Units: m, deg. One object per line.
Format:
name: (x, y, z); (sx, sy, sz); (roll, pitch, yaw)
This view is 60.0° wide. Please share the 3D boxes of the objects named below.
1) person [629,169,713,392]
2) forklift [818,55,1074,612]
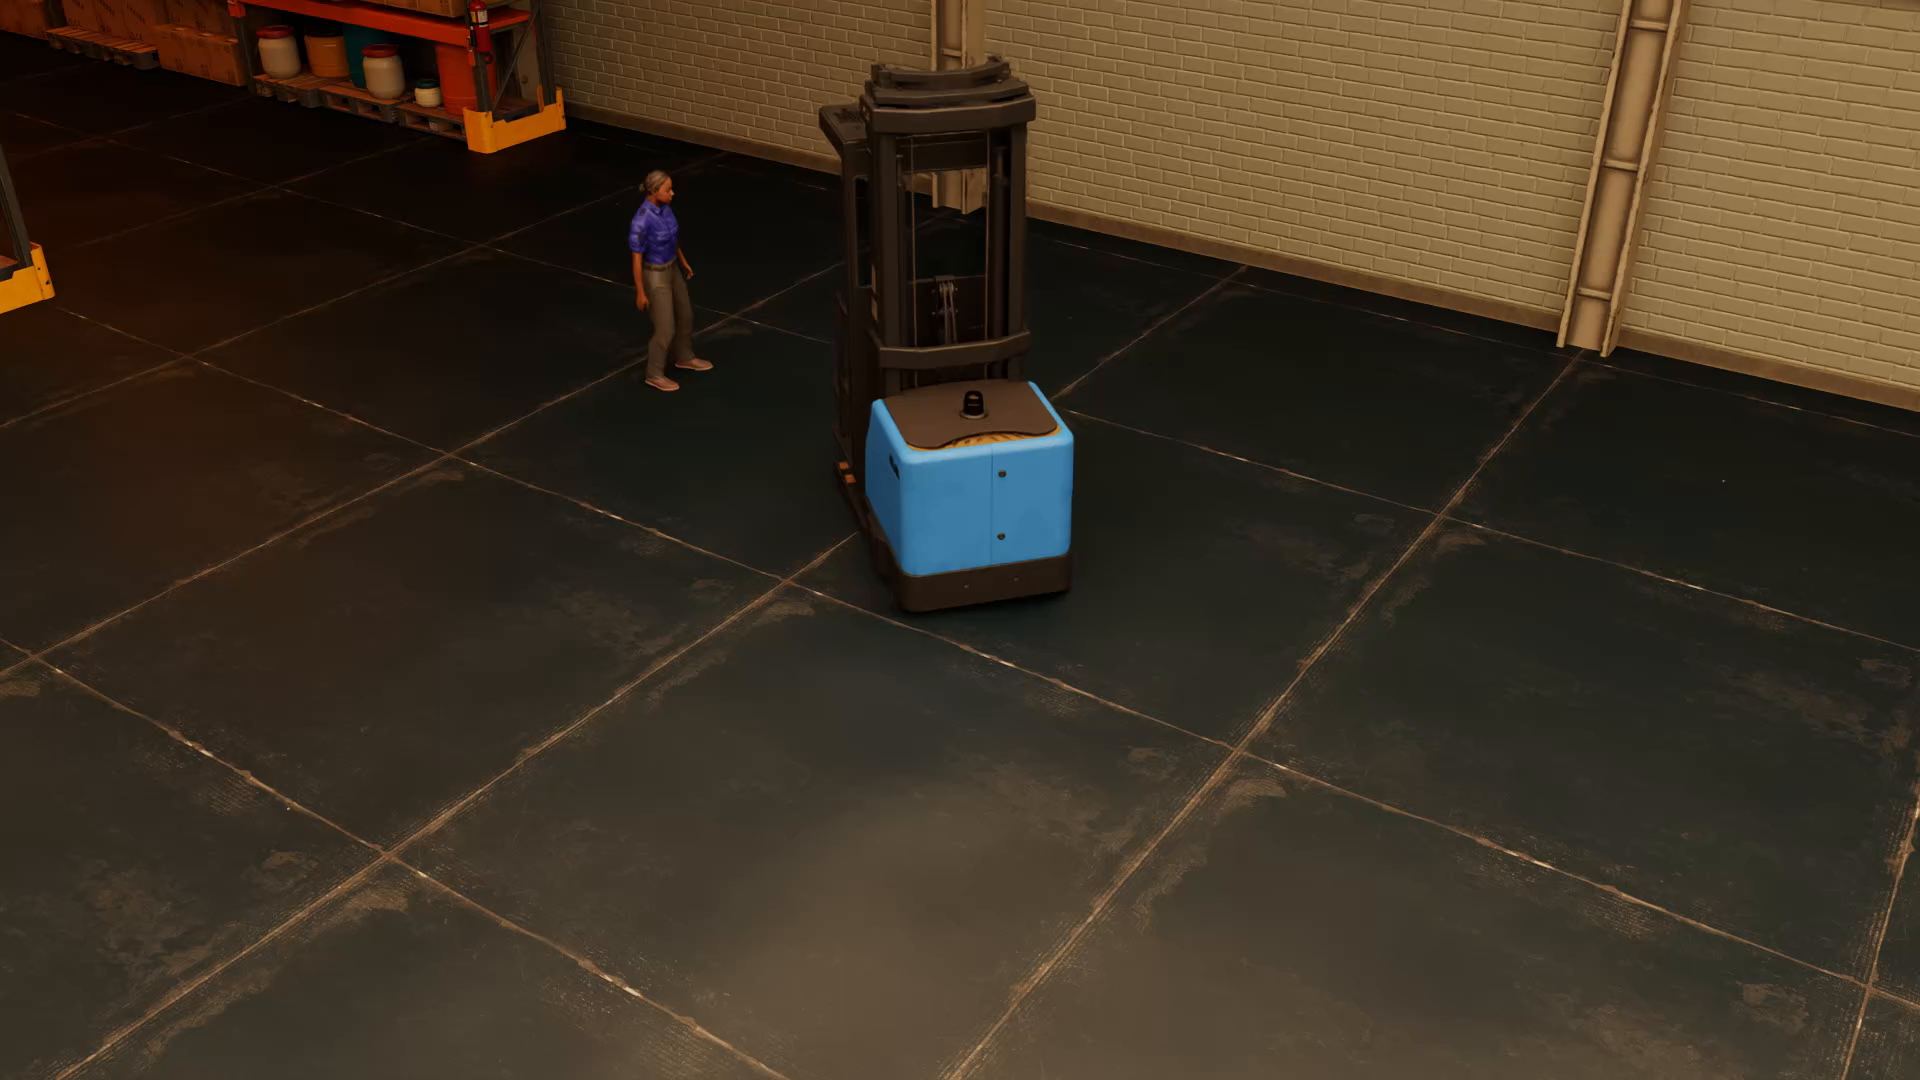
person: (-2.153, -1.911, 12.159); (0.381, 1.642, 0.659); (8, 31, 14)
forklift: (-0.219, -1.578, 10.299); (1.130, 2.935, 3.031); (-8, 31, -13)
